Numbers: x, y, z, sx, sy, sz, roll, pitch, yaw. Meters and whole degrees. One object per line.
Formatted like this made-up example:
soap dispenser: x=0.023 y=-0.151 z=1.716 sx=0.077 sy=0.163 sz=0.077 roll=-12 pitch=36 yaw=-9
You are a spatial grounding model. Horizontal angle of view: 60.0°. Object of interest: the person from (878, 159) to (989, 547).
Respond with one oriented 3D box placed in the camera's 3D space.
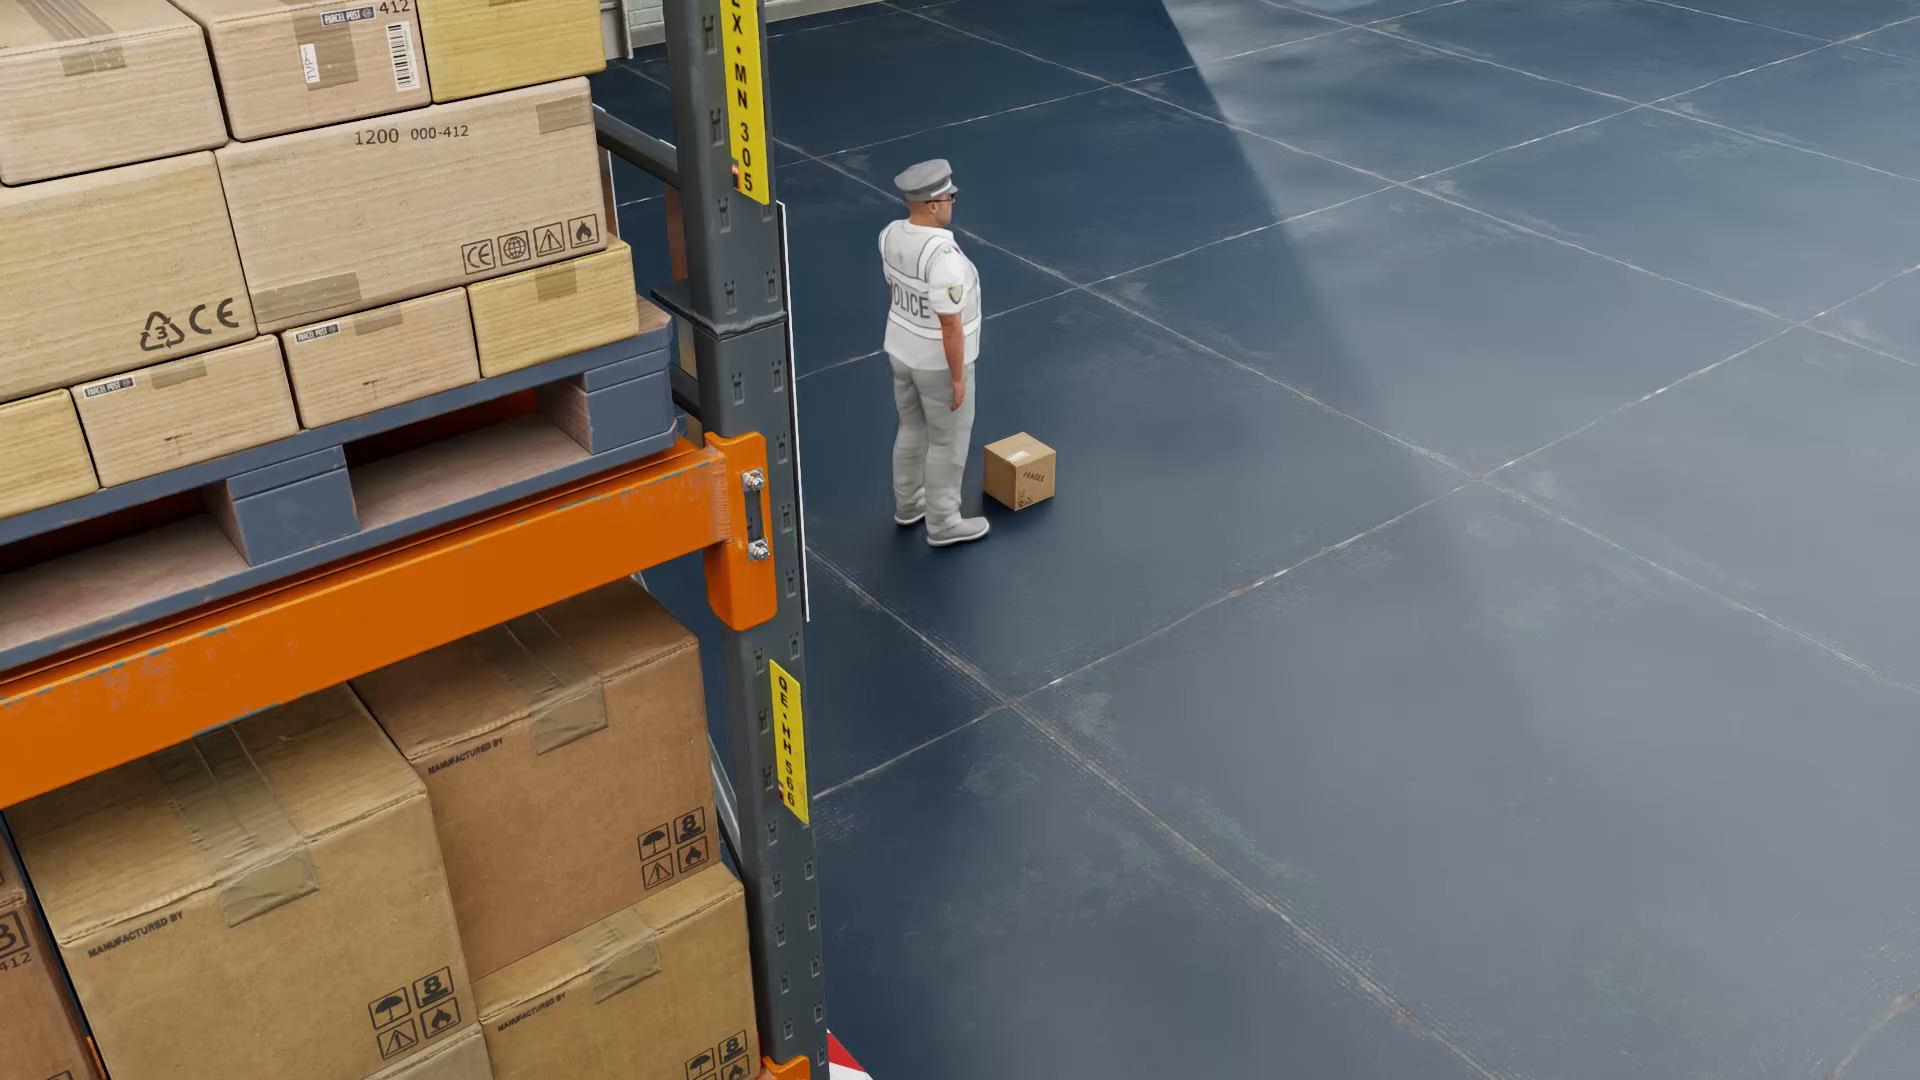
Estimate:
person: x=-0.112 y=-0.825 z=7.413 sx=0.394 sy=1.765 sz=0.539 roll=-22 pitch=38 yaw=-31
